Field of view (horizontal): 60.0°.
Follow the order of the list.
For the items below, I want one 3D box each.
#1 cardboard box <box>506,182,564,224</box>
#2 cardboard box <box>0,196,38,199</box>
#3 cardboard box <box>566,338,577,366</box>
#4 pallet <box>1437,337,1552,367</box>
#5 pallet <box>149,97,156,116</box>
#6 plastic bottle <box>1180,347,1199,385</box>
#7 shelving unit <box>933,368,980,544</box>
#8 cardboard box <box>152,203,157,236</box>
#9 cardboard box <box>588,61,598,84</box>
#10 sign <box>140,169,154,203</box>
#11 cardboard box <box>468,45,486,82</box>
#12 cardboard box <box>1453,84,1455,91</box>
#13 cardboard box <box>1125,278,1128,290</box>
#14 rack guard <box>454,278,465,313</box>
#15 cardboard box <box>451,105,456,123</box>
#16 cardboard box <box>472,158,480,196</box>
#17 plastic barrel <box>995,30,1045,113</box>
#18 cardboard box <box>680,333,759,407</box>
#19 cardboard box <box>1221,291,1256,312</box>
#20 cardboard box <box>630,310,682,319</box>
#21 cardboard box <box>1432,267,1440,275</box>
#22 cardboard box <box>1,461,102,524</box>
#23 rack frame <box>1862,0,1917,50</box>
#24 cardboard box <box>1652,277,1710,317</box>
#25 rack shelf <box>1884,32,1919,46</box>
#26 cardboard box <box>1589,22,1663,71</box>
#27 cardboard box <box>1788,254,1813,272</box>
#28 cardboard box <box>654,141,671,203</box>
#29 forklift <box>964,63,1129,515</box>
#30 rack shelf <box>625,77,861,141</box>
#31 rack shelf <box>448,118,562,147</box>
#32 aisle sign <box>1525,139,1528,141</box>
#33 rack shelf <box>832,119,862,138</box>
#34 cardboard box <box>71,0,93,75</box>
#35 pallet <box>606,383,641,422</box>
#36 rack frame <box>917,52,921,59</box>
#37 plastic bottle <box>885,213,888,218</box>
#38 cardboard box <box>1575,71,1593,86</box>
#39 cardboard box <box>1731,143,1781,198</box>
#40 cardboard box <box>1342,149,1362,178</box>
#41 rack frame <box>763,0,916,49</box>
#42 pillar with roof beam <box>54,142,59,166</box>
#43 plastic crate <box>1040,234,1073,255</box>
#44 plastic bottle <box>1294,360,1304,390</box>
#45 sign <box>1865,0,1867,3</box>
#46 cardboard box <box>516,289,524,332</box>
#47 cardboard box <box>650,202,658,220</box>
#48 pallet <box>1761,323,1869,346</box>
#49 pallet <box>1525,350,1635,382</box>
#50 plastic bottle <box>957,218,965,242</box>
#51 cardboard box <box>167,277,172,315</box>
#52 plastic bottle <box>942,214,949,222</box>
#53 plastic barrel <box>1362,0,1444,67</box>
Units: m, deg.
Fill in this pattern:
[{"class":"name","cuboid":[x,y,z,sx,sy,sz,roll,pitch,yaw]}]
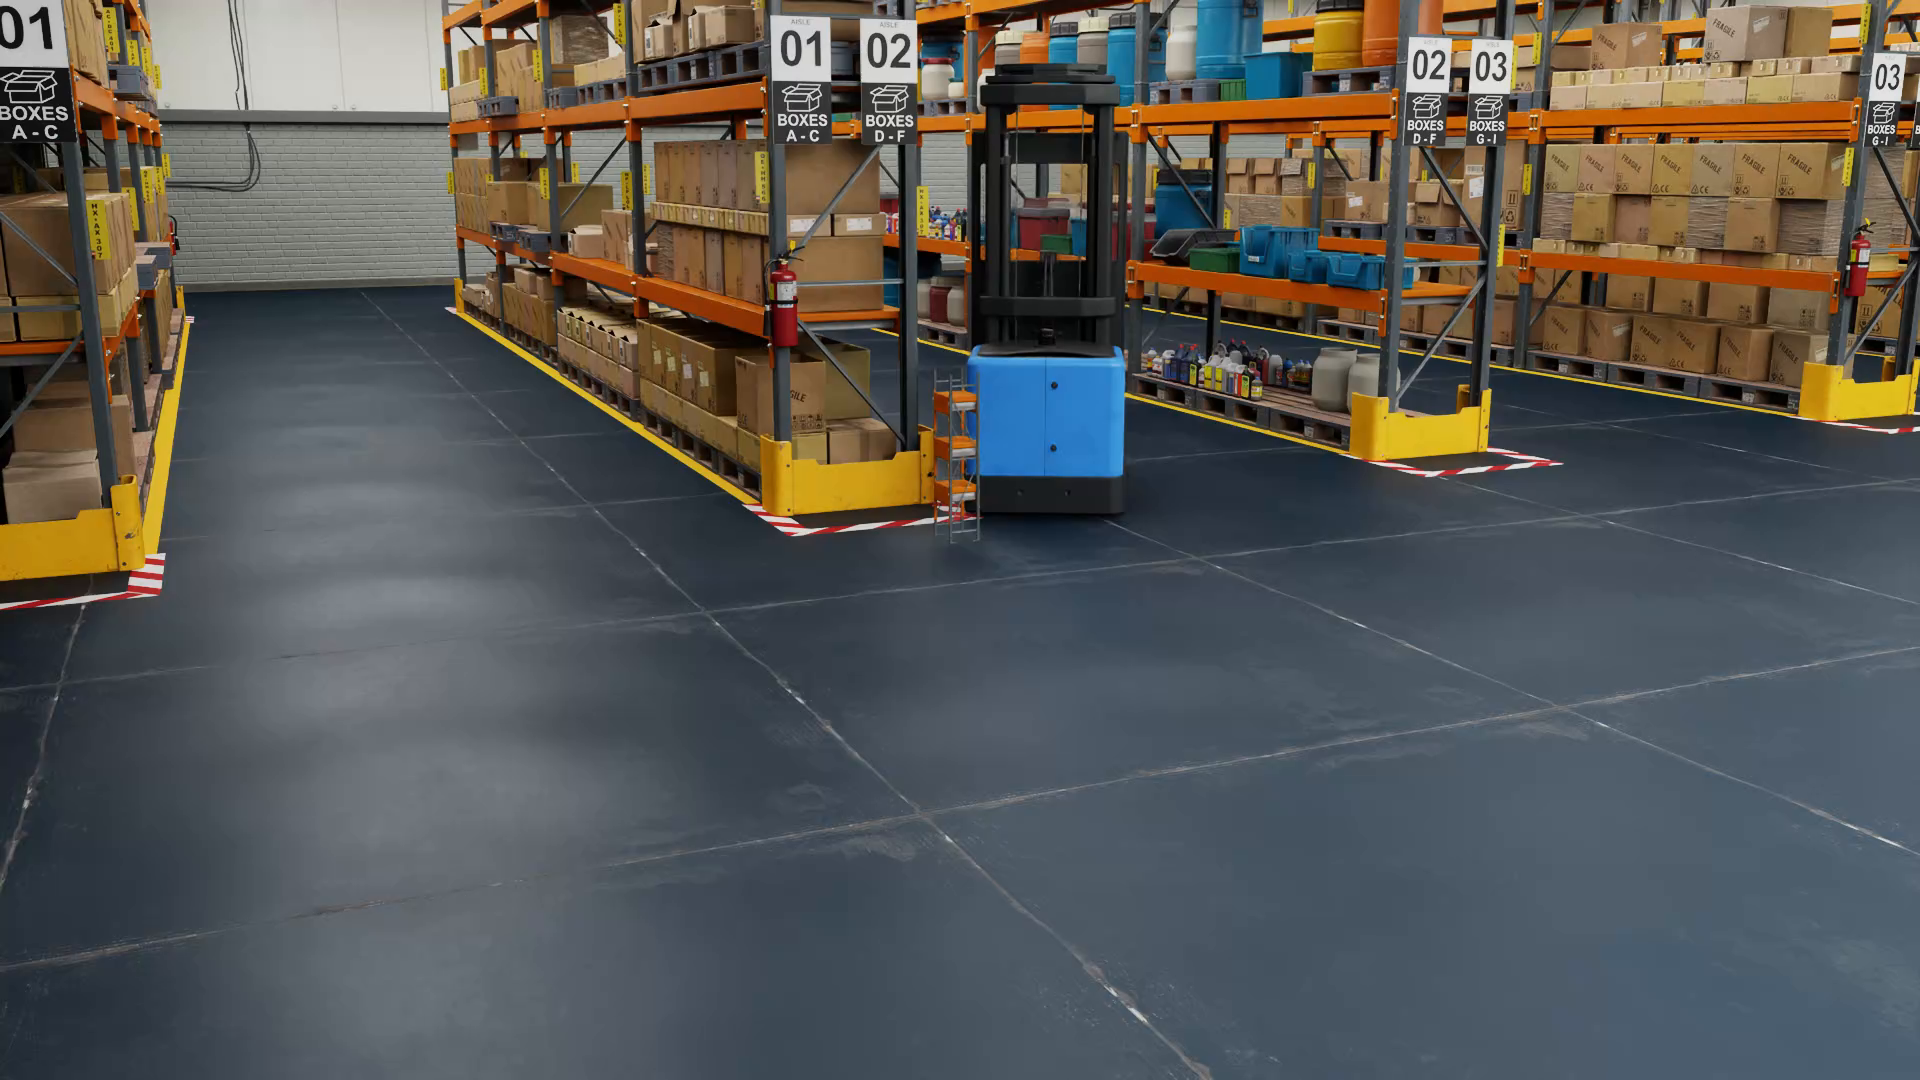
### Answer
[{"class":"cardboard box","cuboid":[-5.257,-4.186,20.649,0.700,0.500,0.500,-3,13,-14]},{"class":"cardboard box","cuboid":[-6.513,-2.061,11.248,0.500,0.500,0.500,-5,14,-21]},{"class":"cardboard box","cuboid":[-3.831,-1.987,17.468,0.500,0.250,0.500,-6,14,-25]},{"class":"pallet","cuboid":[6.394,-2.230,19.537,1.003,0.211,1.213,-6,14,-23]},{"class":"pallet","cuboid":[-10.916,-5.578,21.364,1.003,0.211,1.213,-6,14,-23]},{"class":"plastic bottle","cuboid":[2.188,-1.661,15.793,0.144,0.351,0.185,-6,14,-25]},{"class":"shelving unit","cuboid":[-0.021,-0.523,10.299,0.215,1.050,0.252,-6,14,-23]},{"class":"cardboard box","cuboid":[-9.086,-3.557,18.162,0.500,0.500,0.500,-5,14,-21]},{"class":"cardboard box","cuboid":[-3.514,-4.758,17.023,0.500,0.250,0.500,-5,14,-21]},{"class":"sign","cuboid":[-8.017,-3.489,16.398,0.100,0.325,0.005,-6,14,-23]},{"class":"cardboard box","cuboid":[-6.421,-6.589,23.096,0.700,0.500,0.500,-6,14,-23]},{"class":"cardboard box","cuboid":[5.865,-5.358,19.804,0.380,0.166,0.250,-6,14,-25]},{"class":"cardboard box","cuboid":[2.951,-4.580,27.285,0.875,0.875,0.875,-6,14,-23]},{"class":"rack guard","cuboid":[-7.148,-3.780,25.591,1.175,0.500,0.348,-6,14,-23]},{"class":"cardboard box","cuboid":[-7.205,-6.272,24.498,0.500,0.250,0.500,-6,14,-23]},{"class":"cardboard box","cuboid":[-6.425,-5.013,22.939,0.500,0.500,0.500,-6,14,-23]},{"class":"plastic barrel","cuboid":[0.697,-5.323,18.953,0.600,0.901,0.600,0,13,0]},{"class":"cardboard box","cuboid":[-1.869,-1.330,12.969,0.500,0.500,0.500,-6,14,-23]},{"class":"cardboard box","cuboid":[4.498,-3.753,23.714,1.225,0.875,0.875,-6,14,-23]},{"class":"cardboard box","cuboid":[-3.124,-2.201,17.151,0.500,0.311,0.500,-6,14,-23]},{"class":"cardboard box","cuboid":[8.236,-4.572,28.204,0.380,0.149,0.250,-5,14,-20]},{"class":"cardboard box","cuboid":[-5.501,-0.315,10.064,0.500,0.311,0.500,-7,15,-29]},{"class":"rack frame","cuboid":[14.185,-8.072,25.290,1.000,3.000,0.127,-6,14,-23]},{"class":"cardboard box","cuboid":[10.205,-3.476,22.793,1.050,0.750,0.750,-5,14,-22]},{"class":"rack shelf","cuboid":[14.986,-7.114,23.631,1.077,0.370,4.000,-6,14,-23]},{"class":"cardboard box","cuboid":[7.121,-5.256,17.786,0.500,0.500,0.500,-6,14,-25]},{"class":"cardboard box","cuboid":[7.907,-2.571,15.383,0.380,0.149,0.250,-6,14,-23]},{"class":"cardboard box","cuboid":[-2.188,-3.123,14.114,0.700,0.500,0.500,-6,14,-23]},{"class":"forklift","cuboid":[0.637,-1.873,11.964,1.130,2.935,3.031,1,13,3]},{"class":"rack shelf","cuboid":[-1.570,-3.232,12.623,1.077,0.370,4.000,-6,14,-23]},{"class":"rack shelf","cuboid":[-6.377,-5.711,23.335,1.077,0.370,4.000,-6,14,-23]},{"class":"aisle sign","cuboid":[11.236,-8.112,33.000,0.394,0.787,0.004,-6,14,-23]},{"class":"rack shelf","cuboid":[-1.837,-6.157,25.265,1.077,0.370,4.000,-6,14,-23]},{"class":"cardboard box","cuboid":[-5.393,-2.985,9.696,0.500,0.500,0.500,-5,14,-19]},{"class":"pallet","cuboid":[-2.702,-1.324,15.622,1.003,0.211,1.213,-6,14,-23]},{"class":"rack frame","cuboid":[-1.036,-7.556,23.060,1.000,3.000,0.127,-6,14,-23]},{"class":"plastic bottle","cuboid":[-1.031,-4.339,22.748,0.097,0.271,0.097,0,13,0]},{"class":"cardboard box","cuboid":[6.724,-4.867,17.540,0.380,0.149,0.250,-6,14,-26]},{"class":"cardboard box","cuboid":[7.657,-3.476,15.638,0.500,0.500,0.500,-6,14,-23]},{"class":"cardboard box","cuboid":[7.025,-6.580,29.049,0.500,0.500,0.500,-6,14,-25]},{"class":"rack frame","cuboid":[-0.769,-4.630,10.418,1.000,3.000,0.127,-6,14,-23]},{"class":"pillar with roof beam","cuboid":[-9.645,-8.356,26.517,9.100,9.000,0.400,-6,14,-23]},{"class":"plastic crate","cuboid":[1.213,-3.212,18.063,0.450,0.188,0.662,-6,14,-23]},{"class":"plastic bottle","cuboid":[3.153,-1.533,15.418,0.097,0.271,0.097,0,13,0]},{"class":"sign","cuboid":[16.625,-9.796,30.491,0.100,0.325,0.005,-6,14,-23]},{"class":"cardboard box","cuboid":[-5.188,-2.848,20.591,0.500,0.500,0.500,-5,14,-22]},{"class":"cardboard box","cuboid":[-2.441,-2.826,14.265,0.380,0.149,0.250,-6,14,-23]},{"class":"pallet","cuboid":[10.914,-2.649,21.347,1.003,0.211,1.213,-6,14,-23]},{"class":"pallet","cuboid":[7.009,-1.934,18.257,1.003,0.211,1.213,-6,14,-23]},{"class":"plastic bottle","cuboid":[0.014,-3.795,20.374,0.061,0.283,0.133,-6,14,-23]},{"class":"cardboard box","cuboid":[-11.143,-3.313,22.643,0.700,0.500,0.500,-6,14,-23]},{"class":"plastic bottle","cuboid":[-0.193,-4.248,22.357,0.097,0.271,0.097,0,13,0]},{"class":"plastic barrel","cuboid":[3.460,-4.118,12.975,0.600,0.830,0.708,-6,14,-23]}]
